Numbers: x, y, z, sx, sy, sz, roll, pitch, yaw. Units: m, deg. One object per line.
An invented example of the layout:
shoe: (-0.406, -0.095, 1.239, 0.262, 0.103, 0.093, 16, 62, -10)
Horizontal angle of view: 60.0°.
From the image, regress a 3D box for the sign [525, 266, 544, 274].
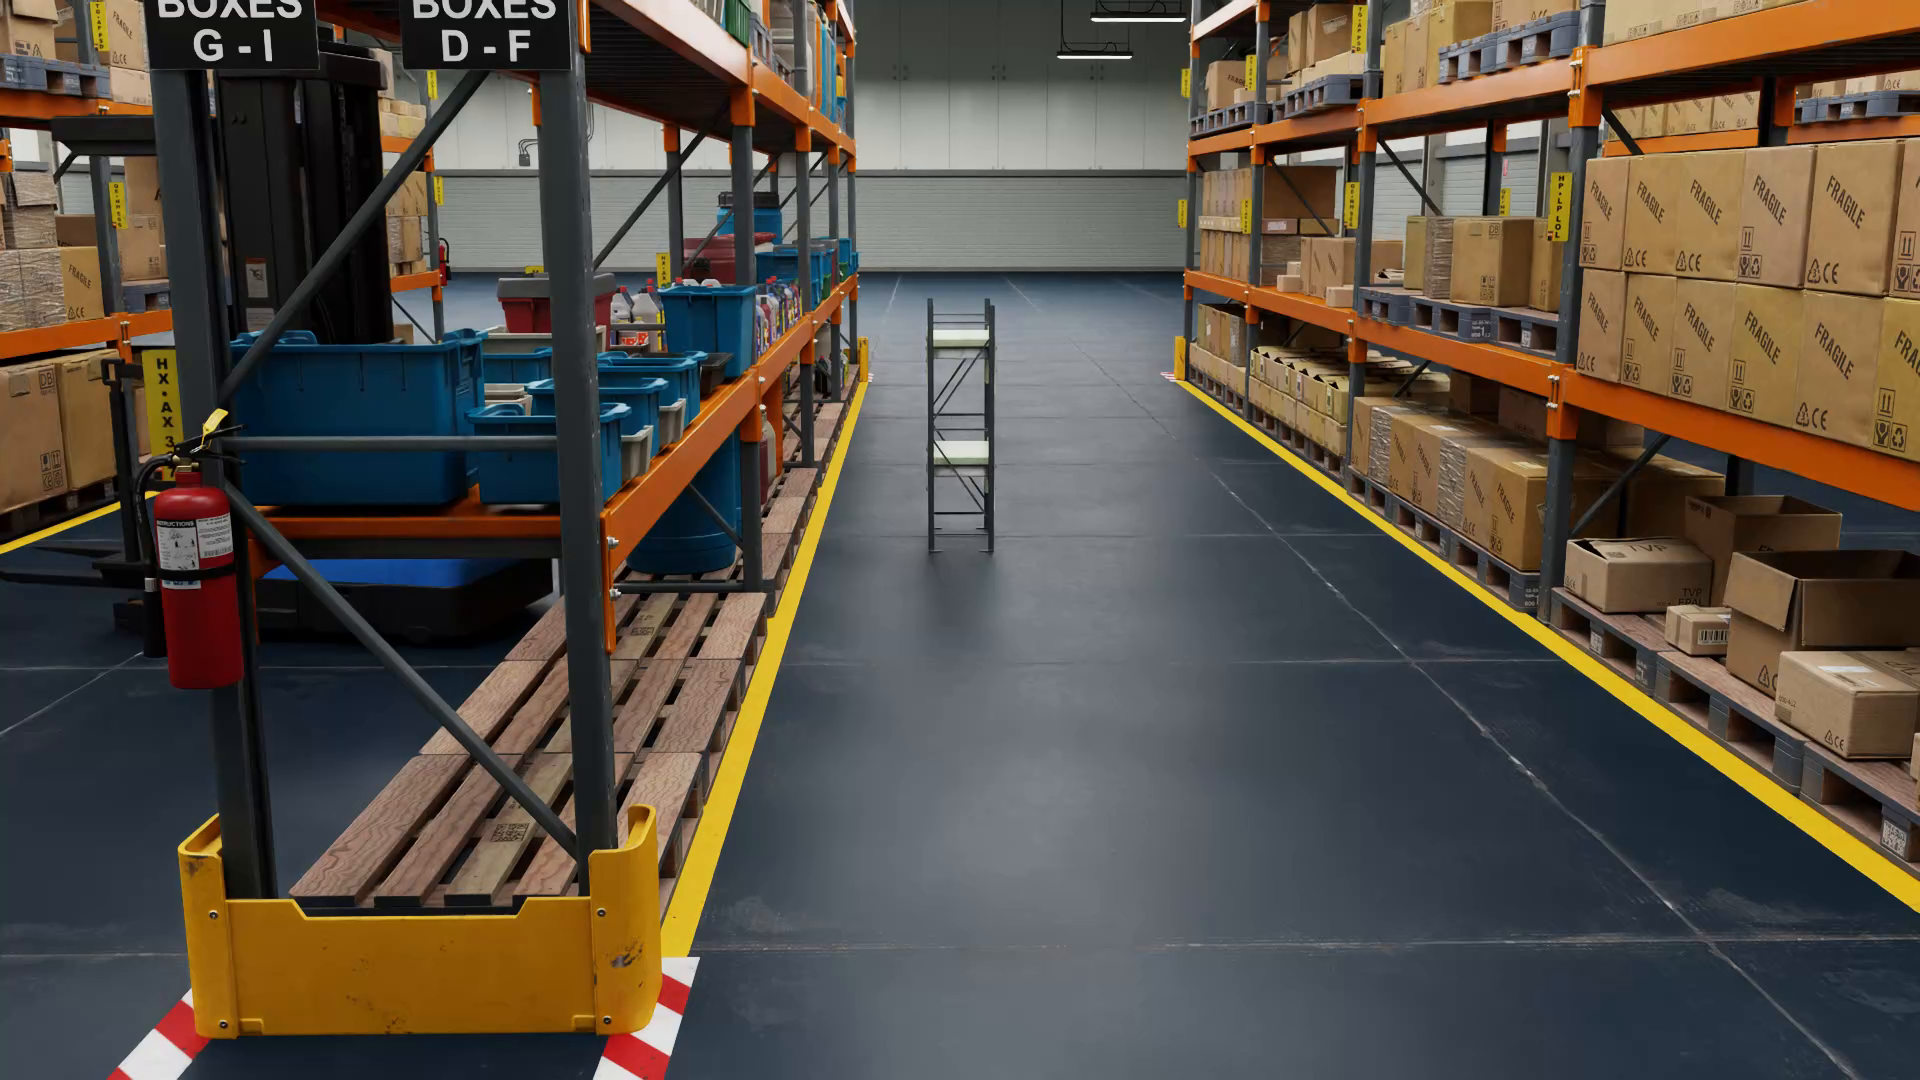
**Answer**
sign: (-2.045, -1.162, 8.046, 0.100, 0.325, 0.005, 0, 11, -1)

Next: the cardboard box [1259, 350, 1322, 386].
cardboard box: (3.057, -1.589, 15.294, 0.500, 0.311, 0.500, 0, 11, -2)

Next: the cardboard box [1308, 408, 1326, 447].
cardboard box: (3.106, -0.907, 13.346, 0.500, 0.250, 0.500, 0, 11, -2)

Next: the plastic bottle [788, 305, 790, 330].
plastic bottle: (-1.139, -1.443, 10.627, 0.097, 0.201, 0.097, 0, 11, 0)

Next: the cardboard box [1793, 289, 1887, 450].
cardboard box: (3.240, -0.592, 5.681, 0.500, 0.500, 0.500, 0, 11, -1)

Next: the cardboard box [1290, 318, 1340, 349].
cardboard box: (3.596, -1.957, 16.636, 0.500, 0.500, 0.500, 0, 11, -1)

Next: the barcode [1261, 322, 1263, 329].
barcode: (2.881, -2.047, 15.869, 0.001, 0.075, 0.075, 0, 11, -1)

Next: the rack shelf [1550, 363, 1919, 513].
rack shelf: (3.499, -0.298, 6.292, 1.077, 0.370, 4.000, 0, 11, -1)

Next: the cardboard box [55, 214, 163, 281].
cardboard box: (-6.692, -2.276, 12.924, 0.700, 0.500, 0.500, 1, 12, 7)

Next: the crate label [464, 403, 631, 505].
crate label: (-1.088, -0.231, 4.423, 0.416, 0.233, 0.303, 0, 11, -1)

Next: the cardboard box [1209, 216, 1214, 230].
cardboard box: (3.017, -3.569, 18.724, 0.380, 0.149, 0.250, 0, 11, -2)

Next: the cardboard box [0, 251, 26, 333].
cardboard box: (-6.253, -1.553, 10.416, 0.500, 0.500, 0.500, -1, 11, -3)

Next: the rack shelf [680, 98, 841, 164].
rack shelf: (-1.619, -3.338, 13.735, 1.077, 0.370, 4.000, 0, 11, -1)

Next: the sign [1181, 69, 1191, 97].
sign: (2.655, -5.369, 19.539, 0.100, 0.325, 0.005, 0, 11, -1)

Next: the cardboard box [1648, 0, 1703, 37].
cardboard box: (3.227, -2.247, 6.925, 0.500, 0.250, 0.500, 0, 11, -1)

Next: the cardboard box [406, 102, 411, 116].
cardboard box: (-6.373, -4.825, 18.629, 0.380, 0.149, 0.250, -1, 11, -4)

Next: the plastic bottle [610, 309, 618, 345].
plastic bottle: (-1.826, -1.044, 8.475, 0.152, 0.276, 0.135, 0, 11, -1)

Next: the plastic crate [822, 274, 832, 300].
plastic crate: (-1.342, -2.170, 14.242, 0.450, 0.188, 0.662, 0, 11, -1)

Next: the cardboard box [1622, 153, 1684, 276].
cardboard box: (3.197, -1.390, 7.098, 0.500, 0.500, 0.500, -1, 11, -3)

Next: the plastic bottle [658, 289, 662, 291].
plastic bottle: (-1.863, -1.400, 10.225, 0.152, 0.276, 0.135, 0, 11, -1)

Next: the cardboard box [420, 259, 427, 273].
cardboard box: (-6.482, -3.214, 19.491, 0.380, 0.149, 0.250, 0, 11, -1)

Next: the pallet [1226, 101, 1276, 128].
pallet: (3.249, -4.234, 16.564, 1.003, 0.211, 1.213, 0, 11, -1)

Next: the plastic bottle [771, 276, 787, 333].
plastic bottle: (-1.157, -1.462, 10.343, 0.144, 0.351, 0.185, 0, 11, -1)

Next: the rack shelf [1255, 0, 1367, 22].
rack shelf: (3.334, -4.632, 13.574, 1.077, 0.370, 4.000, 0, 11, -1)

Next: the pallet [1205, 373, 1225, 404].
pallet: (3.290, -1.673, 18.274, 1.003, 0.211, 1.213, 0, 11, -1)

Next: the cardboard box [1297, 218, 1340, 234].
cardboard box: (3.481, -3.059, 16.211, 0.380, 0.149, 0.250, 0, 11, -1)

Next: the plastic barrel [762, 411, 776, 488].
plastic barrel: (-1.449, -0.601, 11.178, 0.421, 0.512, 0.421, 0, 11, 0)

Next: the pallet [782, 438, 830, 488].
pallet: (-1.555, -0.611, 13.040, 1.003, 0.211, 1.213, 0, 11, -1)

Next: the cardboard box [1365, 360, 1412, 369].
cardboard box: (3.619, -1.389, 14.312, 0.500, 0.311, 0.500, 0, 11, -2)

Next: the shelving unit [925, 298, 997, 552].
shelving unit: (0.000, -0.736, 10.417, 0.431, 1.500, 0.755, 0, 11, -1)

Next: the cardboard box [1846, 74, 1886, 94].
cardboard box: (8.189, -4.060, 14.651, 0.500, 0.311, 0.500, 0, 11, 1)

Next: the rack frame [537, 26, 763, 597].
rack frame: (-1.495, -1.028, 8.083, 1.000, 3.000, 0.127, 0, 11, -1)

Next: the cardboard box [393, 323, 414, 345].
cardboard box: (-6.698, -2.250, 19.335, 0.500, 0.500, 0.500, 2, 12, 9)

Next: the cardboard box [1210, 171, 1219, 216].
cardboard box: (3.224, -3.910, 18.774, 0.700, 0.500, 0.500, -1, 11, -3)

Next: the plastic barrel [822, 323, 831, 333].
plastic barrel: (-1.653, -2.270, 19.403, 0.421, 0.512, 0.421, 0, 11, 0)

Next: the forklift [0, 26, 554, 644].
forklift: (-3.730, -1.064, 8.433, 3.031, 2.935, 1.130, 2, 12, 12)

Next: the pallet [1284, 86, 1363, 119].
pallet: (3.246, -3.577, 13.579, 1.003, 0.211, 1.213, 0, 11, 1)

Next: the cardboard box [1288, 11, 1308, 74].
cardboard box: (3.266, -4.485, 15.014, 0.500, 0.500, 0.500, 0, 11, 0)

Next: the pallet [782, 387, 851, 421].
pallet: (-1.632, -1.386, 16.858, 1.003, 0.211, 1.213, 0, 11, -1)

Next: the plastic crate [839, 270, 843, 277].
plastic crate: (-1.544, -2.693, 16.443, 0.767, 0.338, 0.504, 0, 11, -1)

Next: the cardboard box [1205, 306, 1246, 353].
cardboard box: (3.034, -2.353, 18.585, 0.500, 0.500, 0.500, 0, 11, -1)

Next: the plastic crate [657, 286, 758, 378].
plastic crate: (-1.144, -0.958, 7.628, 0.392, 0.384, 0.575, 0, 11, -1)

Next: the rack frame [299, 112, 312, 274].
rack frame: (-6.612, -2.598, 15.821, 1.000, 3.000, 0.127, 0, 11, -1)

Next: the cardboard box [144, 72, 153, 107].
cardboard box: (-6.295, -3.396, 12.587, 0.500, 0.250, 0.500, 0, 11, 0)

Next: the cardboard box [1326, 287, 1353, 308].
cardboard box: (3.080, -1.898, 13.000, 0.380, 0.149, 0.250, 0, 11, -1)

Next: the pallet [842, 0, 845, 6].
pallet: (-1.733, -5.677, 17.389, 1.003, 0.211, 1.213, 0, 11, -1)

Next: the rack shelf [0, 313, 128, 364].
rack shelf: (-6.488, -1.053, 10.014, 1.077, 0.370, 4.000, 0, 11, -1)

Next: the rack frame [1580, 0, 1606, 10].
rack frame: (3.458, -3.988, 7.583, 1.000, 3.000, 0.127, 0, 11, -1)

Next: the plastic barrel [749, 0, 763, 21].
plastic barrel: (-1.390, -3.214, 9.915, 0.433, 0.535, 0.433, 0, 11, 0)

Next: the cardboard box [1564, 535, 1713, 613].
cardboard box: (3.250, 0.139, 7.988, 0.500, 0.311, 0.500, 0, 11, -1)

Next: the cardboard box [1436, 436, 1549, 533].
cardboard box: (3.149, -0.333, 9.838, 0.500, 0.500, 0.500, 0, 11, 0)

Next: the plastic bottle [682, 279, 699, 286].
plastic bottle: (-1.892, -1.675, 11.584, 0.152, 0.276, 0.135, 0, 11, -1)

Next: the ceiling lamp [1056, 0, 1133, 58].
ceiling lamp: (3.542, -14.295, 43.705, 2.000, 3.185, 0.800, 0, 11, -1)

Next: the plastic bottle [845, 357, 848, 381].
plastic bottle: (-1.286, -1.853, 17.894, 0.152, 0.276, 0.135, -1, 11, -3)

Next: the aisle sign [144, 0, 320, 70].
aisle sign: (-1.703, -1.492, 3.829, 0.394, 0.787, 0.004, 0, 11, -1)
